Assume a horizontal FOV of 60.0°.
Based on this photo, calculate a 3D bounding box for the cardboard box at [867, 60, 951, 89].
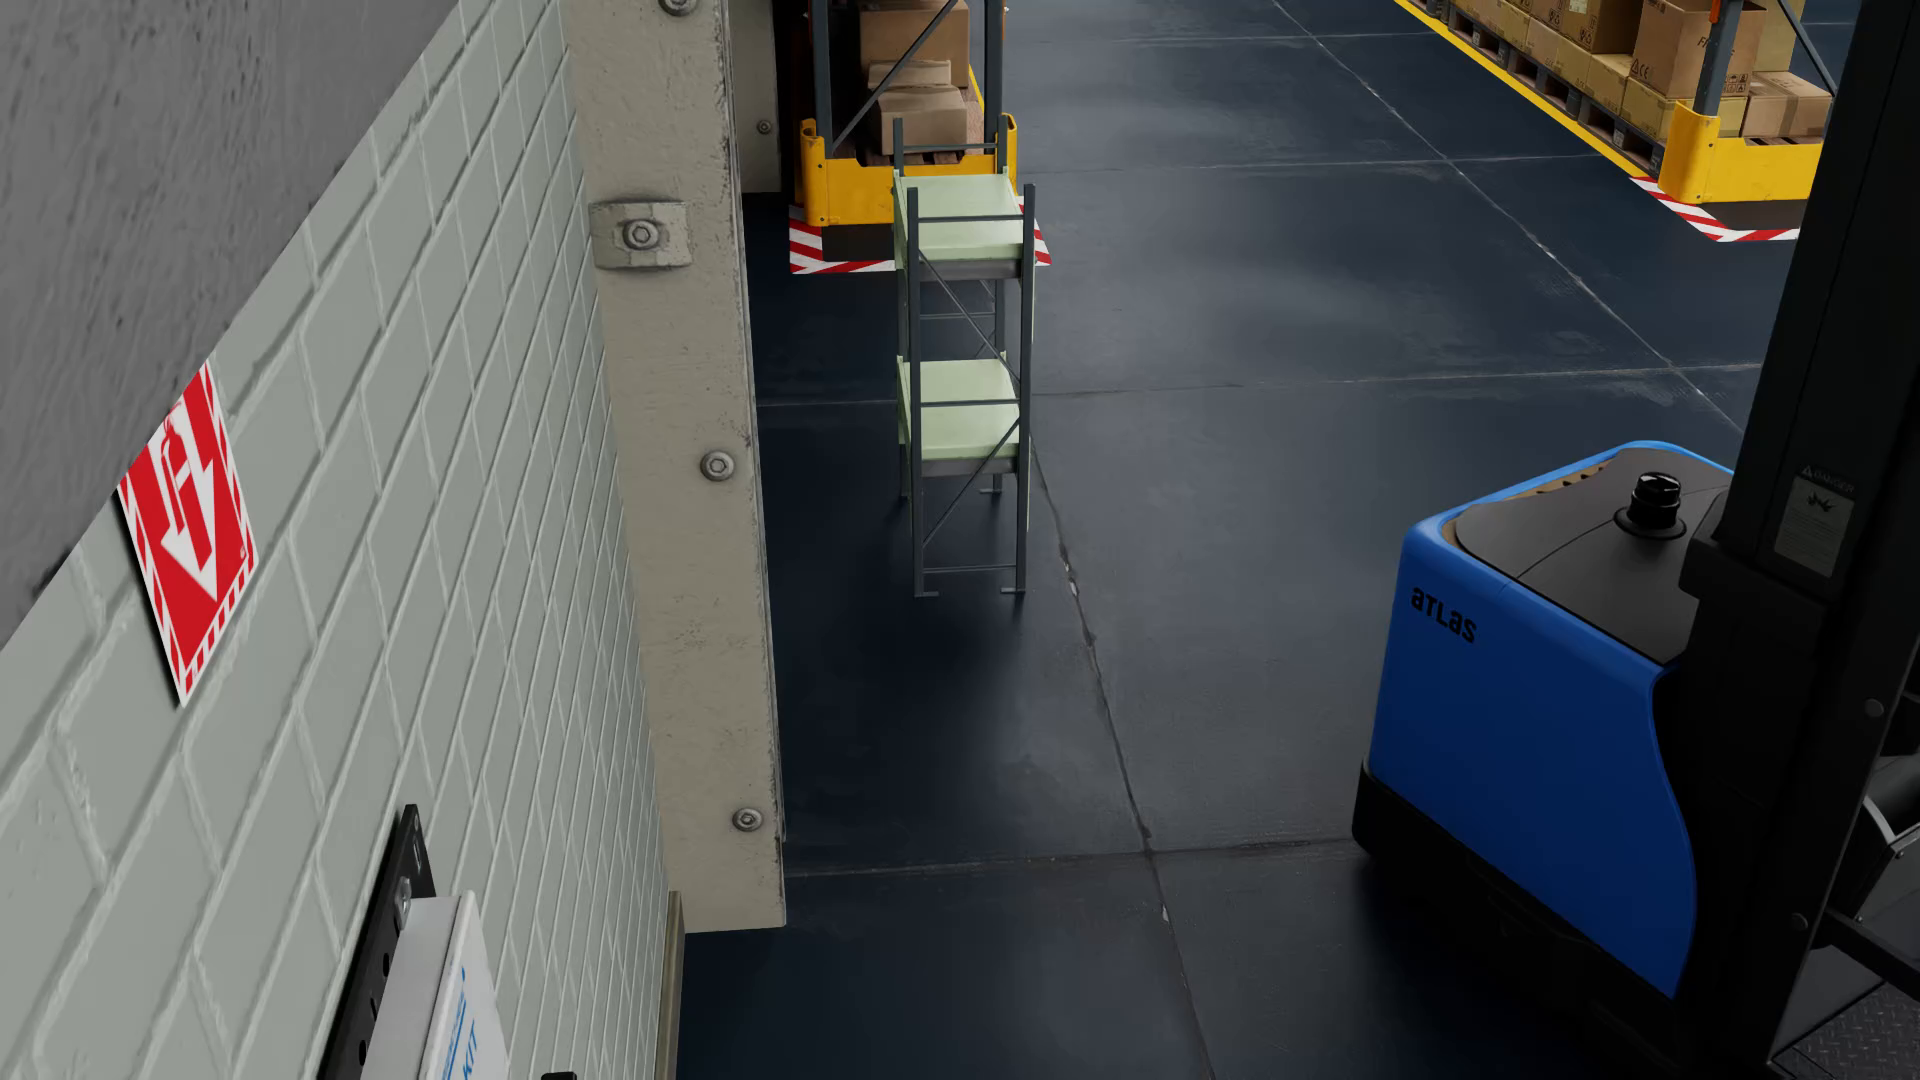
[{"bbox_3d":[-0.305,-2.767,10.151,0.500,0.311,0.500,0,31,0],"label":"cardboard box"}]

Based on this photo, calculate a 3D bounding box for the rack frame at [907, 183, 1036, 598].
[{"bbox_3d":[0.035,-0.454,5.547,0.400,1.500,0.023,-3,31,-5],"label":"rack frame"}]

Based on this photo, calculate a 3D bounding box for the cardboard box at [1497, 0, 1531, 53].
[{"bbox_3d":[4.106,-3.603,11.629,0.500,0.250,0.500,-3,31,-5],"label":"cardboard box"}]

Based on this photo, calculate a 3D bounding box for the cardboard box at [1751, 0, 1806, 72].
[{"bbox_3d":[4.777,-3.185,10.197,0.500,0.500,0.500,-3,31,-5],"label":"cardboard box"}]

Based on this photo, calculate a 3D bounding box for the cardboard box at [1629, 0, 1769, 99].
[{"bbox_3d":[4.308,-2.905,9.728,0.500,0.500,0.500,-3,31,-5],"label":"cardboard box"}]

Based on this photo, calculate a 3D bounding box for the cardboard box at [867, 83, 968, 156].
[{"bbox_3d":[-0.252,-2.476,9.663,0.500,0.311,0.500,-6,31,-10],"label":"cardboard box"}]

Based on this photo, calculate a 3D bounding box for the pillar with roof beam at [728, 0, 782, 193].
[{"bbox_3d":[3.082,-6.182,7.824,9.100,9.000,0.400,-3,31,-5],"label":"pillar with roof beam"}]

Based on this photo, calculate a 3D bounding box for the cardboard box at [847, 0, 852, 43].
[{"bbox_3d":[-0.514,-3.714,11.551,0.500,0.500,0.500,-5,31,-8],"label":"cardboard box"}]

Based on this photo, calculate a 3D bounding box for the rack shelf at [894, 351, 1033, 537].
[{"bbox_3d":[0.001,-0.361,6.027,0.431,0.370,0.720,-3,31,-5],"label":"rack shelf"}]

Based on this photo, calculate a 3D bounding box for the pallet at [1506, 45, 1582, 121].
[{"bbox_3d":[4.431,-3.136,11.294,1.003,0.211,1.213,-3,31,-5],"label":"pallet"}]

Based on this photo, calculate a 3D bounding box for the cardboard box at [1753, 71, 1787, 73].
[{"bbox_3d":[4.776,-2.863,10.389,0.500,0.250,0.500,-3,31,-5],"label":"cardboard box"}]

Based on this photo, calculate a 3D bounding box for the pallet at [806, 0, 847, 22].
[{"bbox_3d":[-0.725,-4.327,13.288,1.003,0.211,1.213,-3,31,-5],"label":"pallet"}]

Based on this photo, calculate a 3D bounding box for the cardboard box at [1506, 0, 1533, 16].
[{"bbox_3d":[4.106,-3.925,11.436,0.500,0.500,0.500,-3,31,-5],"label":"cardboard box"}]

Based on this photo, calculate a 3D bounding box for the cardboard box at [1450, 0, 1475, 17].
[{"bbox_3d":[4.022,-4.114,12.484,0.500,0.250,0.500,-3,31,-5],"label":"cardboard box"}]

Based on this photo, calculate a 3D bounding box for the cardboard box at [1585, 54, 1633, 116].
[{"bbox_3d":[4.252,-2.837,10.347,0.500,0.250,0.500,-3,31,-5],"label":"cardboard box"}]

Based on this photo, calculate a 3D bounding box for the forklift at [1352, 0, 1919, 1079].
[{"bbox_3d":[2.325,0.133,3.170,1.130,2.935,3.031,-18,35,-27],"label":"forklift"}]

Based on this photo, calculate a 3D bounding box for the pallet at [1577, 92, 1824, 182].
[{"bbox_3d":[4.541,-2.515,10.254,1.003,0.211,1.213,-3,31,-5],"label":"pallet"}]

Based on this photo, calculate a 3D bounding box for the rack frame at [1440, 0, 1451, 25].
[{"bbox_3d":[4.281,-5.365,12.308,1.000,3.000,0.127,-3,31,-5],"label":"rack frame"}]

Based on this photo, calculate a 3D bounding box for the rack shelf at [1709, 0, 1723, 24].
[{"bbox_3d":[4.468,-4.036,10.783,1.077,0.370,4.000,-3,31,-5],"label":"rack shelf"}]

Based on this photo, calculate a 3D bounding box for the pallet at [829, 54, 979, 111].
[{"bbox_3d":[-0.436,-2.964,11.006,1.003,0.211,1.213,-3,31,-5],"label":"pallet"}]

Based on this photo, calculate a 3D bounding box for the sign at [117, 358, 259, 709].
[{"bbox_3d":[-0.549,-0.059,1.164,0.001,0.298,0.199,-3,31,-5],"label":"sign"}]

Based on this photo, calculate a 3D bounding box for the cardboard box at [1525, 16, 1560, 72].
[{"bbox_3d":[4.158,-3.348,11.202,0.500,0.250,0.500,-3,31,-5],"label":"cardboard box"}]

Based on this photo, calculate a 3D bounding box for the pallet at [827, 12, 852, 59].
[{"bbox_3d":[-0.553,-3.588,12.051,1.003,0.211,1.213,-3,31,-5],"label":"pallet"}]

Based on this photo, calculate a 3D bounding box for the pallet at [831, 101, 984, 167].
[{"bbox_3d":[-0.325,-2.342,9.965,1.003,0.211,1.213,-3,31,-5],"label":"pallet"}]

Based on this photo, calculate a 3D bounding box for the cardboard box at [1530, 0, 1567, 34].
[{"bbox_3d":[4.155,-3.670,11.009,0.500,0.500,0.500,-3,31,-5],"label":"cardboard box"}]

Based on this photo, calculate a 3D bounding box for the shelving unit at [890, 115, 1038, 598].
[{"bbox_3d":[0.001,-0.640,5.860,0.431,1.500,0.755,-3,31,-5],"label":"shelving unit"}]

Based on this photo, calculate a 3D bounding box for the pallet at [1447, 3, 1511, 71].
[{"bbox_3d":[4.313,-3.760,12.340,1.003,0.211,1.213,-3,31,-5],"label":"pallet"}]

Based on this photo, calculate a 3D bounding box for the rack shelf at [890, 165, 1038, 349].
[{"bbox_3d":[0.001,-0.976,5.660,0.431,0.370,0.720,-3,31,-5],"label":"rack shelf"}]

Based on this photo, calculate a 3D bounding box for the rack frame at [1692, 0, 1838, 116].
[{"bbox_3d":[4.655,-3.323,8.889,1.000,3.000,0.127,-3,31,-5],"label":"rack frame"}]

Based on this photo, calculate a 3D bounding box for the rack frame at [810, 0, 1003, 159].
[{"bbox_3d":[-0.277,-3.084,8.488,1.000,3.000,0.127,-3,31,-5],"label":"rack frame"}]

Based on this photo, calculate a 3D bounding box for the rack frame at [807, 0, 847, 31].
[{"bbox_3d":[-0.651,-5.126,11.907,1.000,3.000,0.127,-3,31,-5],"label":"rack frame"}]

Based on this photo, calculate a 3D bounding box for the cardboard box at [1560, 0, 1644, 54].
[{"bbox_3d":[4.200,-3.414,10.582,0.500,0.500,0.500,-3,31,-5],"label":"cardboard box"}]

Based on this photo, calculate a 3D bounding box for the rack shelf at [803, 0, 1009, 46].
[{"bbox_3d":[-0.464,-3.796,10.382,1.077,0.370,4.000,-3,31,-5],"label":"rack shelf"}]

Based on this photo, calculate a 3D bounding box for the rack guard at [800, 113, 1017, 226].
[{"bbox_3d":[-0.284,-2.050,9.194,1.175,0.500,0.348,-3,31,-5],"label":"rack guard"}]

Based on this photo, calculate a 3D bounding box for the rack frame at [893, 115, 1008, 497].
[{"bbox_3d":[-0.034,-0.827,6.173,0.400,1.500,0.023,-3,31,-5],"label":"rack frame"}]

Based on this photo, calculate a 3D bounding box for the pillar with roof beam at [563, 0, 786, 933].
[{"bbox_3d":[3.643,-3.118,2.695,9.100,9.000,0.400,-3,31,-5],"label":"pillar with roof beam"}]

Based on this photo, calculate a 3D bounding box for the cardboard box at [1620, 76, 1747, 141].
[{"bbox_3d":[4.310,-2.583,9.921,0.500,0.250,0.500,-3,31,-5],"label":"cardboard box"}]

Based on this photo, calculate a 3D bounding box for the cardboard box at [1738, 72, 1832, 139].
[{"bbox_3d":[4.826,-2.608,9.962,0.500,0.250,0.500,-3,31,-5],"label":"cardboard box"}]

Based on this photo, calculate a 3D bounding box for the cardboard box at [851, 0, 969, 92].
[{"bbox_3d":[-0.324,-3.225,10.733,0.700,0.500,0.500,-5,31,-8],"label":"cardboard box"}]

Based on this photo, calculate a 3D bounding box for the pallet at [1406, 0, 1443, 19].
[{"bbox_3d":[4.173,-4.543,13.649,1.003,0.211,1.213,-3,31,-5],"label":"pallet"}]

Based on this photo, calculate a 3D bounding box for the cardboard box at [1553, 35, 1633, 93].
[{"bbox_3d":[4.203,-3.093,10.774,0.500,0.250,0.500,-3,31,-5],"label":"cardboard box"}]

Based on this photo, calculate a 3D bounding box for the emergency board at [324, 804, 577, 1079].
[{"bbox_3d":[-0.450,0.927,1.773,0.194,1.169,0.643,-3,31,-5],"label":"emergency board"}]

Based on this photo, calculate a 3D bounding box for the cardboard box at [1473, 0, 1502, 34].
[{"bbox_3d":[4.064,-3.859,12.057,0.500,0.250,0.500,-3,31,-5],"label":"cardboard box"}]

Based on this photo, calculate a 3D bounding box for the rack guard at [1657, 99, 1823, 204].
[{"bbox_3d":[4.657,-2.238,9.509,1.175,0.500,0.348,-3,31,-5],"label":"rack guard"}]
